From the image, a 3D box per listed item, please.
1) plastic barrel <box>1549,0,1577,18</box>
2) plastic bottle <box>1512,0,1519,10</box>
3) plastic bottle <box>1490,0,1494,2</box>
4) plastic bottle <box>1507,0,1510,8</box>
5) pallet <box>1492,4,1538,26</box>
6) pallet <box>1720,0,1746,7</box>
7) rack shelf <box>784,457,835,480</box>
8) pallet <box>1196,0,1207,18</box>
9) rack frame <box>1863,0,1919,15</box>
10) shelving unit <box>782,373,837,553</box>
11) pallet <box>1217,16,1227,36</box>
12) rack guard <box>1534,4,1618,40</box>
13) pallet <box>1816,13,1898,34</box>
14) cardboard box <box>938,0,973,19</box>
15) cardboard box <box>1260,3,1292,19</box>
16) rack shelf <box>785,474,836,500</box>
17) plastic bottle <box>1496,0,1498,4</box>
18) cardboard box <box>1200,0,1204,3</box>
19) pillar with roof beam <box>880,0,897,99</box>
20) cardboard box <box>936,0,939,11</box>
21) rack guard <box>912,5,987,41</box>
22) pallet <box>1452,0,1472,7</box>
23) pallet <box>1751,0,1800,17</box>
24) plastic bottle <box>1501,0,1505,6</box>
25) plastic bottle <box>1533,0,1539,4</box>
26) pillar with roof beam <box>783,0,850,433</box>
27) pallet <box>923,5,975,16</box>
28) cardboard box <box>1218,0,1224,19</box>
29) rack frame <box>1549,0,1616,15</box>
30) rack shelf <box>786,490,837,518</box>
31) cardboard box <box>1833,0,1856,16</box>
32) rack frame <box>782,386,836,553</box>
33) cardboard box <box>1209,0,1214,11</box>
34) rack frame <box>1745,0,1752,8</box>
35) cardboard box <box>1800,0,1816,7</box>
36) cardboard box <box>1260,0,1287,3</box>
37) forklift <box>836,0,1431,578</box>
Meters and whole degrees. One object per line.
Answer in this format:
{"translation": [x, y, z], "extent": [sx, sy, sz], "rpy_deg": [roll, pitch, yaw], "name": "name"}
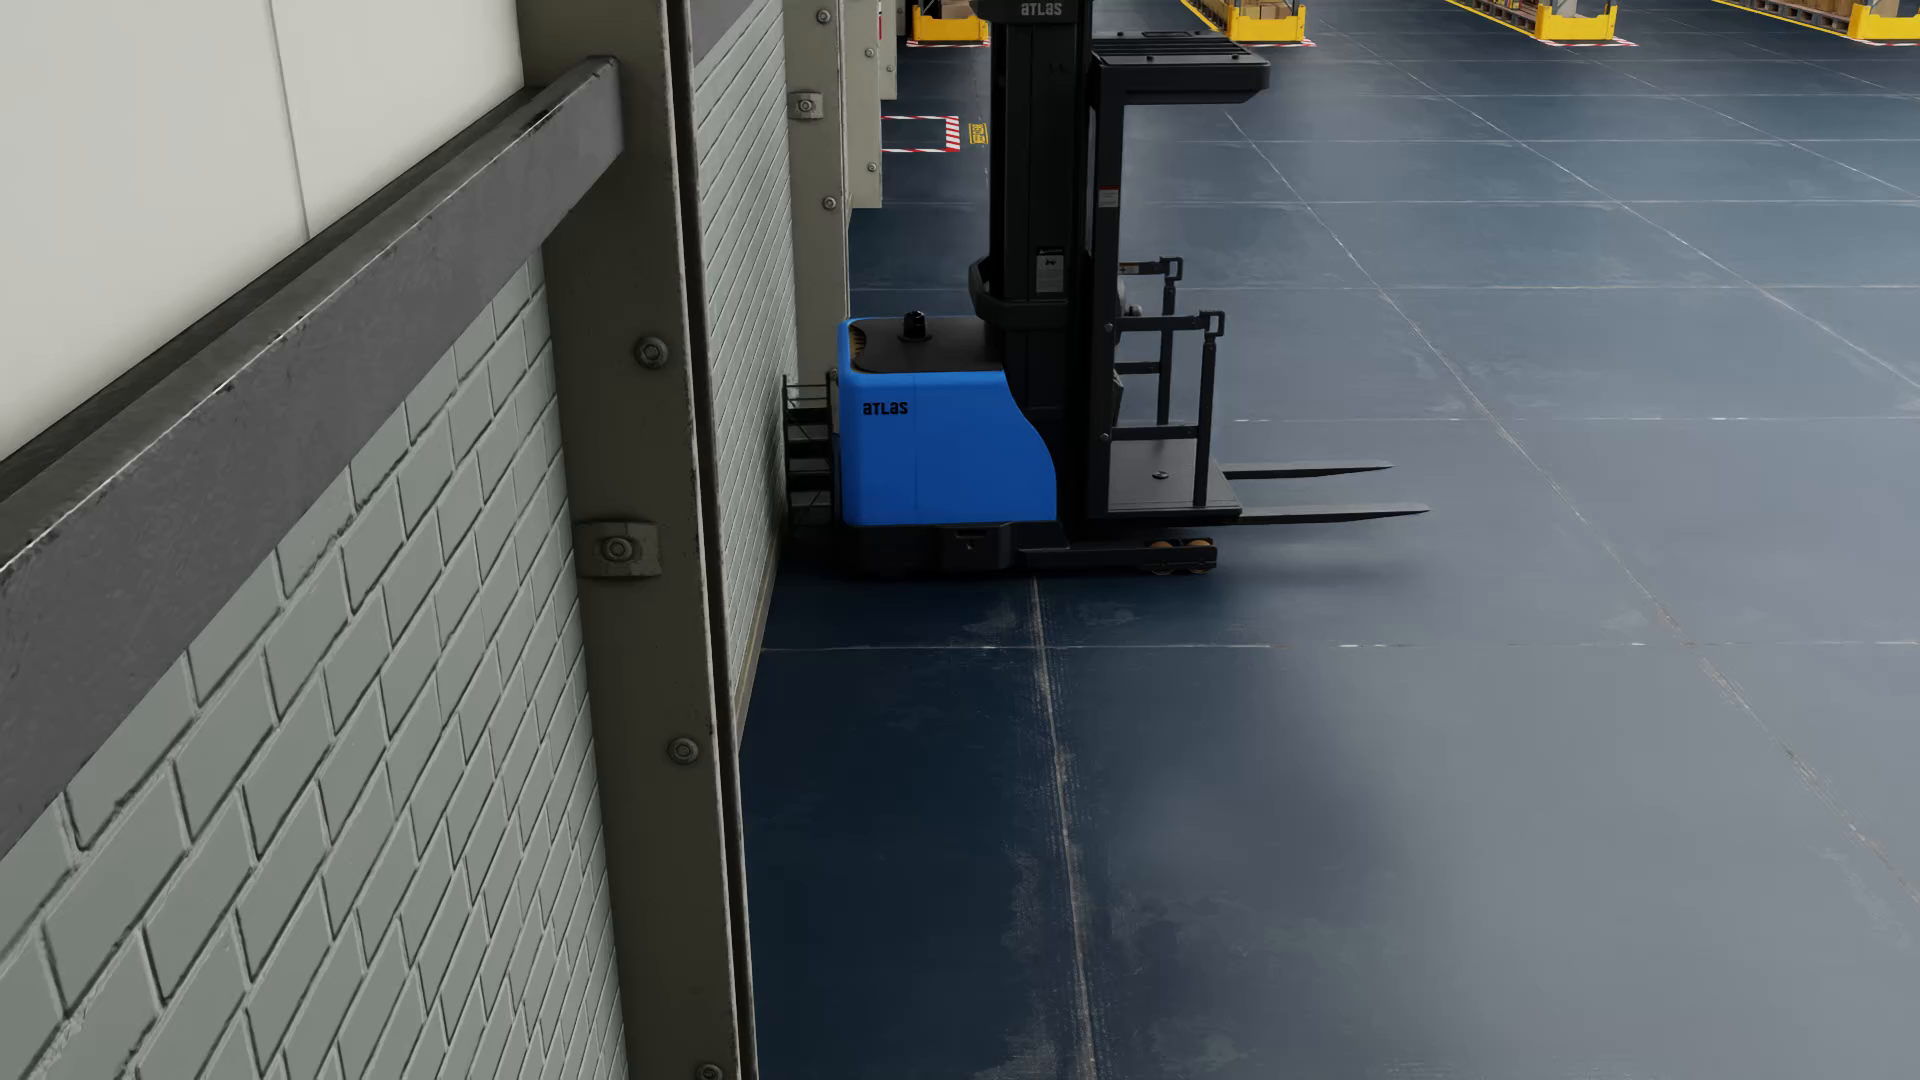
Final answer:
{"translation": [9.666, -8.610, 26.656], "extent": [0.421, 0.512, 0.421], "rpy_deg": [0, 24, 0], "name": "plastic barrel"}
{"translation": [9.291, -8.961, 27.786], "extent": [0.097, 0.201, 0.097], "rpy_deg": [0, 24, 0], "name": "plastic bottle"}
{"translation": [9.301, -9.511, 28.819], "extent": [0.144, 0.351, 0.185], "rpy_deg": [-1, 24, -3], "name": "plastic bottle"}
{"translation": [9.315, -9.099, 28.000], "extent": [0.152, 0.276, 0.135], "rpy_deg": [0, 24, 0], "name": "plastic bottle"}
{"translation": [9.687, -8.878, 28.123], "extent": [1.003, 0.211, 1.213], "rpy_deg": [0, 24, -1], "name": "pallet"}
{"translation": [14.648, -10.002, 30.608], "extent": [1.003, 0.211, 1.213], "rpy_deg": [0, 24, -1], "name": "pallet"}
{"translation": [-0.770, -0.358, 8.530], "extent": [0.258, 0.077, 0.200], "rpy_deg": [-2, 24, -4], "name": "rack shelf"}
{"translation": [4.719, -9.310, 29.079], "extent": [1.003, 0.211, 1.213], "rpy_deg": [0, 24, -1], "name": "pallet"}
{"translation": [14.702, -9.303, 25.680], "extent": [1.000, 3.000, 0.127], "rpy_deg": [0, 24, -1], "name": "rack frame"}
{"translation": [-0.770, -0.388, 8.516], "extent": [0.258, 0.900, 0.210], "rpy_deg": [-2, 24, -4], "name": "shelving unit"}
{"translation": [4.746, -8.305, 26.856], "extent": [1.003, 0.211, 1.213], "rpy_deg": [0, 24, -1], "name": "pallet"}
{"translation": [9.701, -8.173, 26.215], "extent": [1.175, 0.500, 0.348], "rpy_deg": [0, 24, -1], "name": "rack guard"}
{"translation": [14.727, -8.399, 27.064], "extent": [1.003, 0.211, 1.213], "rpy_deg": [0, 24, -1], "name": "pallet"}
{"translation": [-0.075, -8.497, 26.627], "extent": [0.500, 0.311, 0.500], "rpy_deg": [-3, 25, -7], "name": "cardboard box"}
{"translation": [5.013, -8.421, 26.556], "extent": [0.500, 0.250, 0.500], "rpy_deg": [0, 24, -1], "name": "cardboard box"}
{"translation": [-0.770, -0.276, 8.567], "extent": [0.258, 0.077, 0.200], "rpy_deg": [-2, 24, -4], "name": "rack shelf"}
{"translation": [9.281, -9.326, 28.591], "extent": [0.097, 0.201, 0.097], "rpy_deg": [0, 24, 0], "name": "plastic bottle"}
{"translation": [4.455, -9.449, 28.828], "extent": [0.500, 0.250, 0.500], "rpy_deg": [0, 24, -1], "name": "cardboard box"}
{"translation": [3.340, -9.801, 19.501], "extent": [9.100, 9.000, 0.400], "rpy_deg": [0, 24, -1], "name": "pillar with roof beam"}
{"translation": [-0.039, -9.121, 27.776], "extent": [0.700, 0.500, 0.500], "rpy_deg": [-2, 24, -4], "name": "cardboard box"}
{"translation": [-0.158, -8.129, 26.117], "extent": [1.175, 0.500, 0.348], "rpy_deg": [0, 24, -1], "name": "rack guard"}
{"translation": [9.658, -9.982, 30.565], "extent": [1.003, 0.211, 1.213], "rpy_deg": [0, 24, -1], "name": "pallet"}
{"translation": [14.701, -9.404, 29.287], "extent": [1.003, 0.211, 1.213], "rpy_deg": [0, 24, -1], "name": "pallet"}
{"translation": [9.308, -9.259, 28.262], "extent": [0.144, 0.351, 0.185], "rpy_deg": [1, 24, 2], "name": "plastic bottle"}
{"translation": [9.898, -9.348, 28.542], "extent": [0.061, 0.283, 0.133], "rpy_deg": [0, 24, -1], "name": "plastic bottle"}
{"translation": [3.471, -4.857, 8.568], "extent": [9.100, 9.000, 0.400], "rpy_deg": [0, 24, -1], "name": "pillar with roof beam"}
{"translation": [-0.142, -8.834, 28.025], "extent": [1.003, 0.211, 1.213], "rpy_deg": [0, 24, -1], "name": "pallet"}
{"translation": [4.477, -8.624, 27.006], "extent": [0.500, 0.250, 0.500], "rpy_deg": [0, 24, -1], "name": "cardboard box"}
{"translation": [9.749, -9.281, 25.631], "extent": [1.000, 3.000, 0.127], "rpy_deg": [0, 24, -1], "name": "rack frame"}
{"translation": [-0.769, -0.194, 8.604], "extent": [0.258, 0.077, 0.200], "rpy_deg": [-2, 24, -4], "name": "rack shelf"}
{"translation": [14.671, -8.859, 27.222], "extent": [0.500, 0.500, 0.500], "rpy_deg": [6, 25, 13], "name": "cardboard box"}
{"translation": [-0.762, -0.347, 8.424], "extent": [0.240, 0.900, 0.006], "rpy_deg": [-2, 24, -4], "name": "rack frame"}
{"translation": [4.466, -9.037, 27.917], "extent": [0.500, 0.250, 0.500], "rpy_deg": [0, 24, -1], "name": "cardboard box"}
{"translation": [14.658, -10.952, 29.324], "extent": [1.000, 3.000, 0.127], "rpy_deg": [0, 24, -1], "name": "rack frame"}
{"translation": [14.722, -9.347, 28.301], "extent": [0.500, 0.500, 0.500], "rpy_deg": [-2, 24, -5], "name": "cardboard box"}
{"translation": [5.005, -8.968, 26.857], "extent": [0.500, 0.500, 0.500], "rpy_deg": [0, 24, -1], "name": "cardboard box"}
{"translation": [0.887, -1.375, 8.233], "extent": [3.031, 2.935, 1.130], "rpy_deg": [-2, 24, -4], "name": "forklift"}
